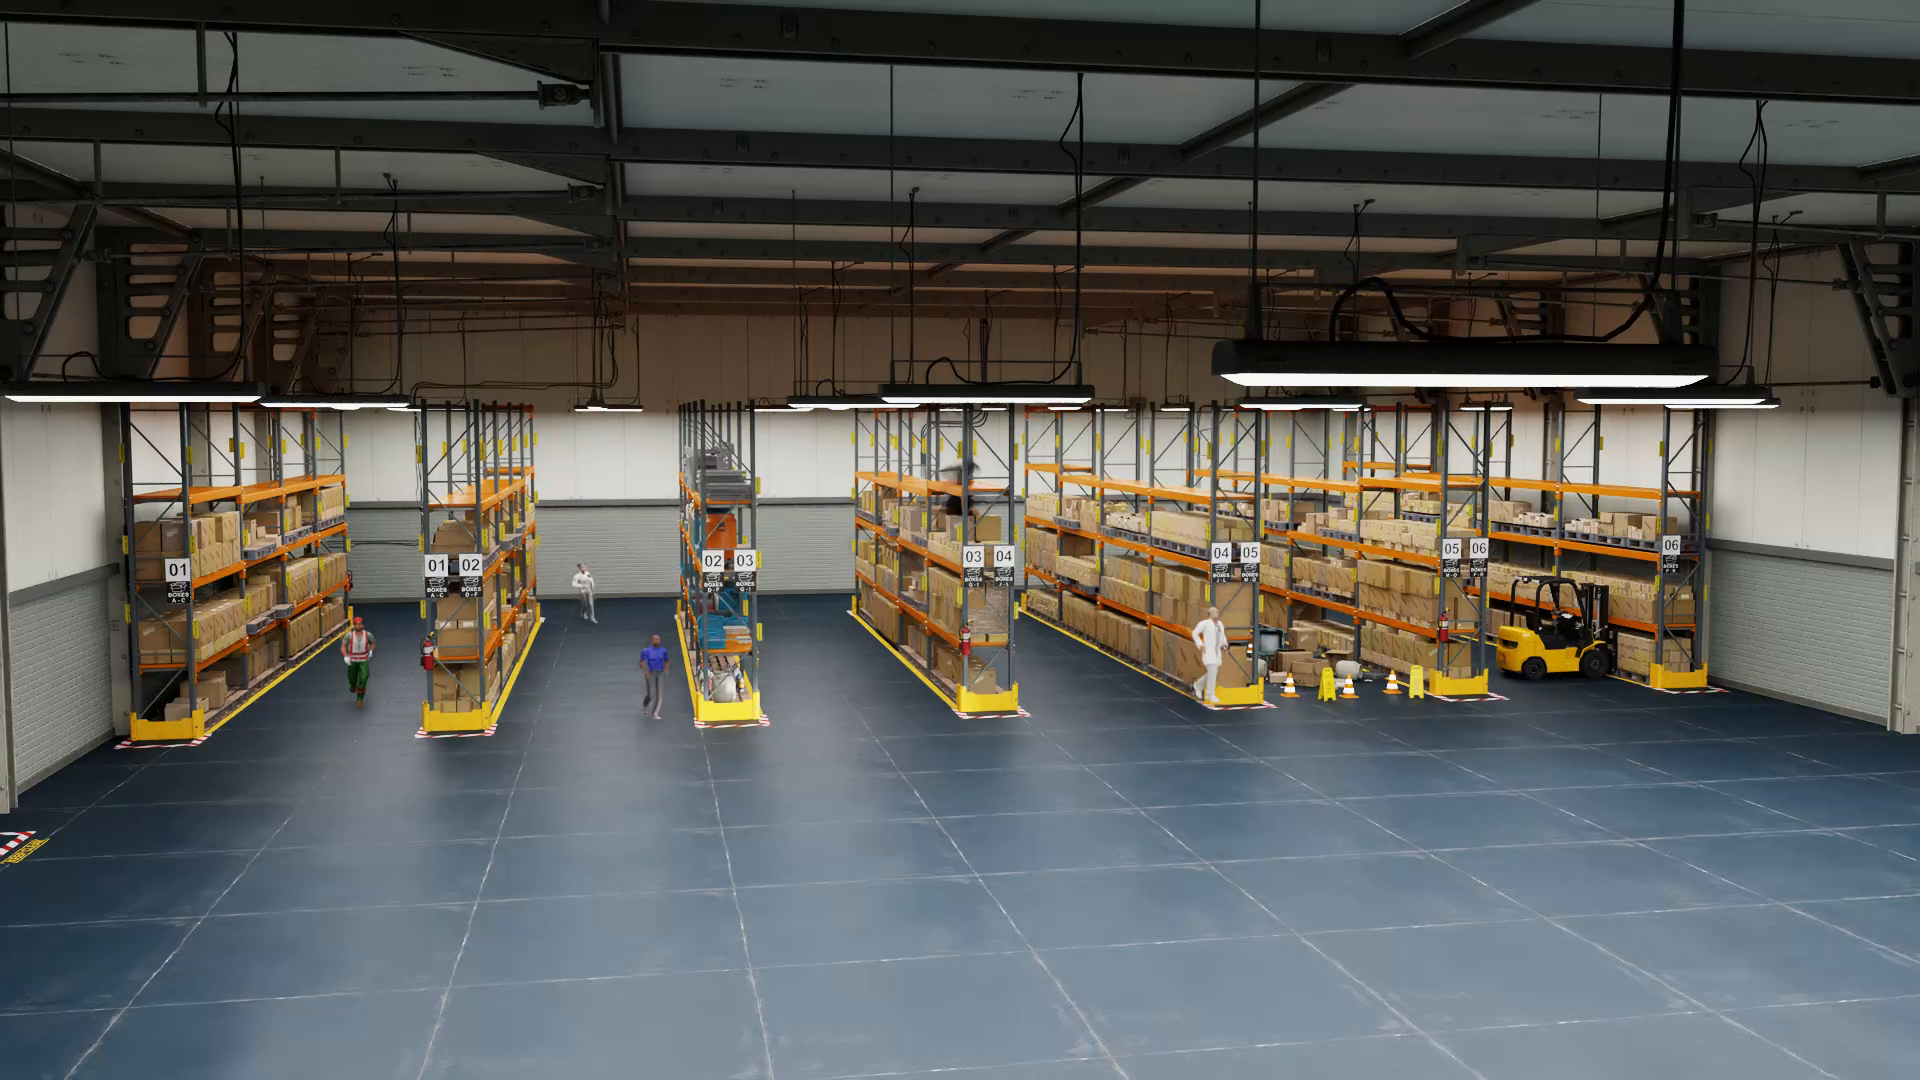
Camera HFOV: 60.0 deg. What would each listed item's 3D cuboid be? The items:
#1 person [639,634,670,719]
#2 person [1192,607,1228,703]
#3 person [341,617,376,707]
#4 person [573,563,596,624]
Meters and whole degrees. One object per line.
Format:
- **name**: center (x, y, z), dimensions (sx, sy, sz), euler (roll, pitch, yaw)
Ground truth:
- **person**: center (-5.720, 2.571, 31.279), dimensions (0.573, 1.592, 0.562), euler (-2, 5, -27)
- **person**: center (4.804, 2.175, 31.825), dimensions (0.753, 1.773, 0.750), euler (-3, 6, -39)
- **person**: center (-11.878, 2.392, 32.872), dimensions (0.656, 1.737, 0.819), euler (-2, 5, -19)
- **person**: center (-10.371, 1.445, 45.850), dimensions (0.649, 1.669, 0.862), euler (-3, 5, -32)
